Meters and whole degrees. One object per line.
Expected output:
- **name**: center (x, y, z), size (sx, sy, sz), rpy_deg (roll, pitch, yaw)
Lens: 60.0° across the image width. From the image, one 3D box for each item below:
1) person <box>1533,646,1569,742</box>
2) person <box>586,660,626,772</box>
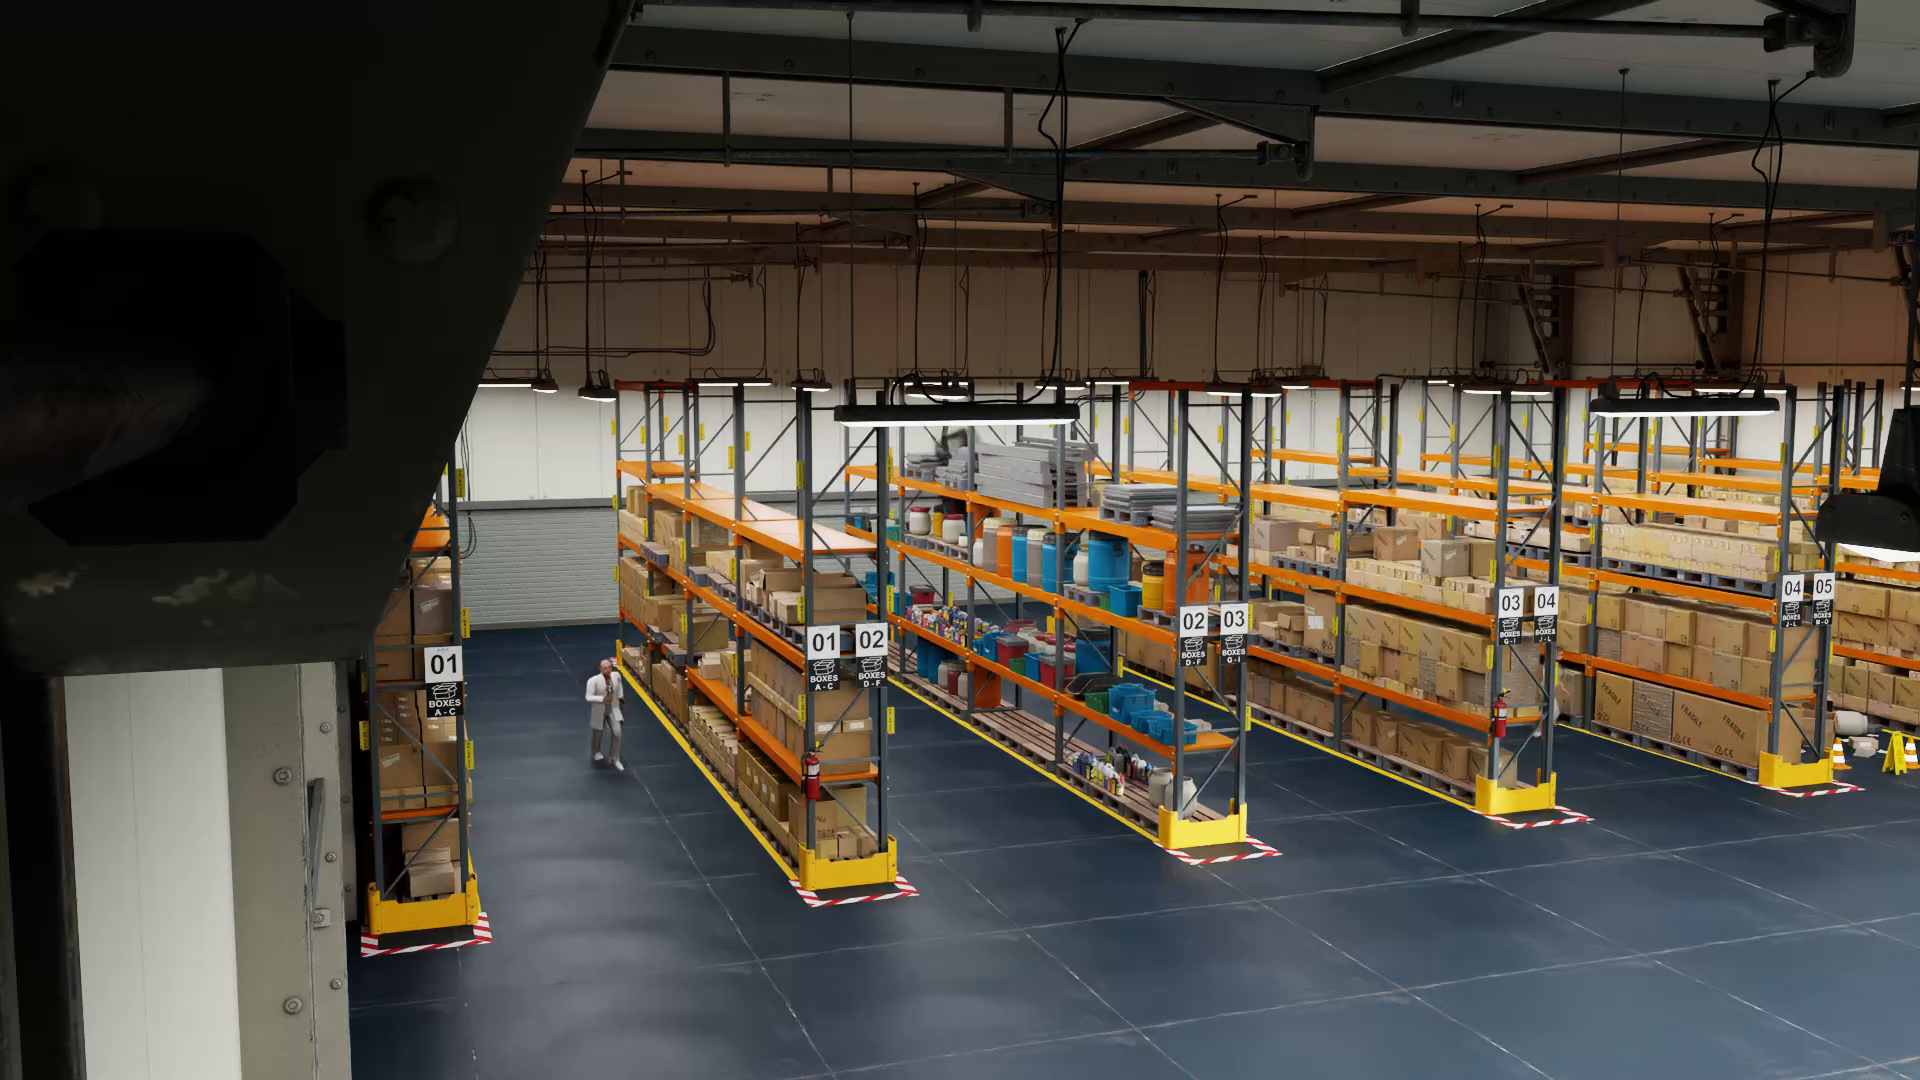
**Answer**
- **person**: center (9.895, 2.575, 27.959), size (0.584, 1.632, 0.554), rpy_deg (4, 7, 36)
- **person**: center (-5.565, 2.715, 26.084), size (0.701, 1.756, 1.061), rpy_deg (-3, 7, -27)
